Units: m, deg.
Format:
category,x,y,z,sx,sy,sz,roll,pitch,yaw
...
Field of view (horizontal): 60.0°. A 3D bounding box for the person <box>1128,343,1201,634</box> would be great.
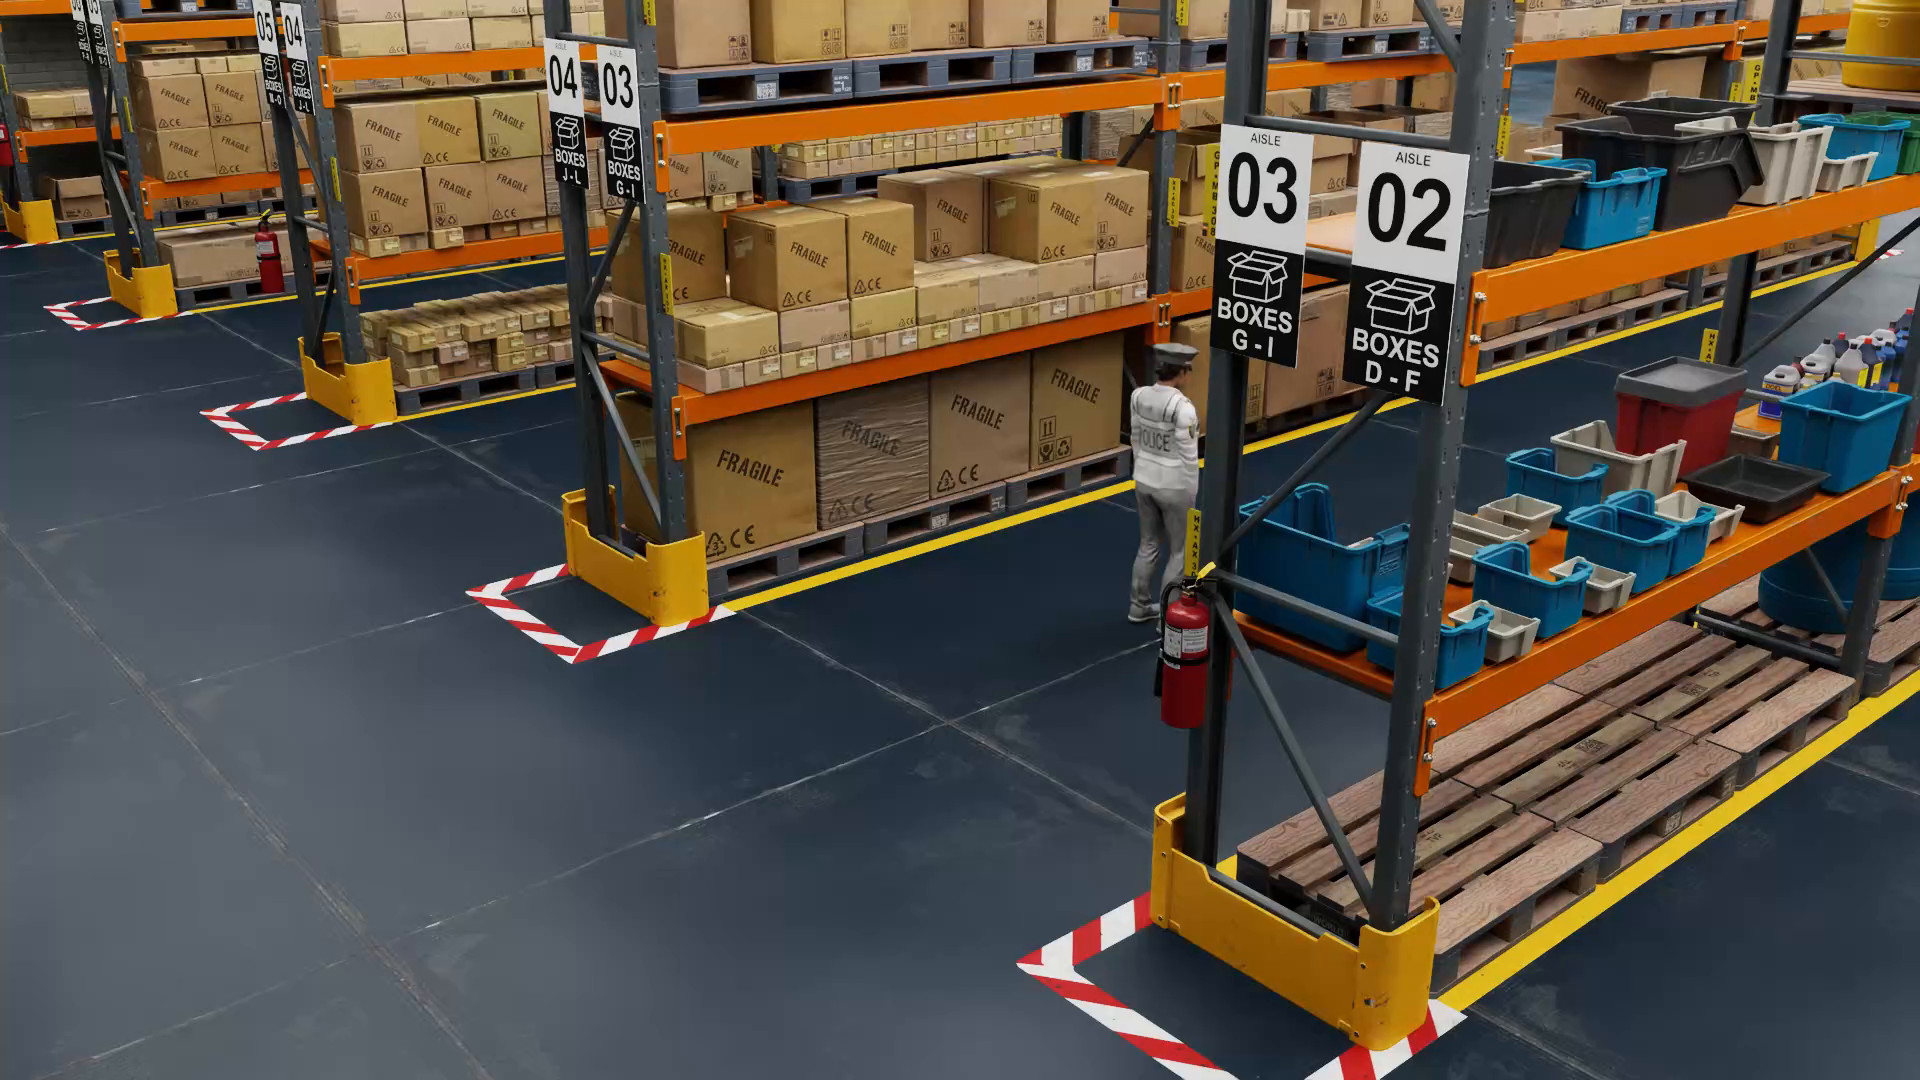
category,x,y,z,sx,sy,sz,roll,pitch,yaw
person,1.146,-0.292,9.358,0.338,1.659,0.476,-17,27,-36
